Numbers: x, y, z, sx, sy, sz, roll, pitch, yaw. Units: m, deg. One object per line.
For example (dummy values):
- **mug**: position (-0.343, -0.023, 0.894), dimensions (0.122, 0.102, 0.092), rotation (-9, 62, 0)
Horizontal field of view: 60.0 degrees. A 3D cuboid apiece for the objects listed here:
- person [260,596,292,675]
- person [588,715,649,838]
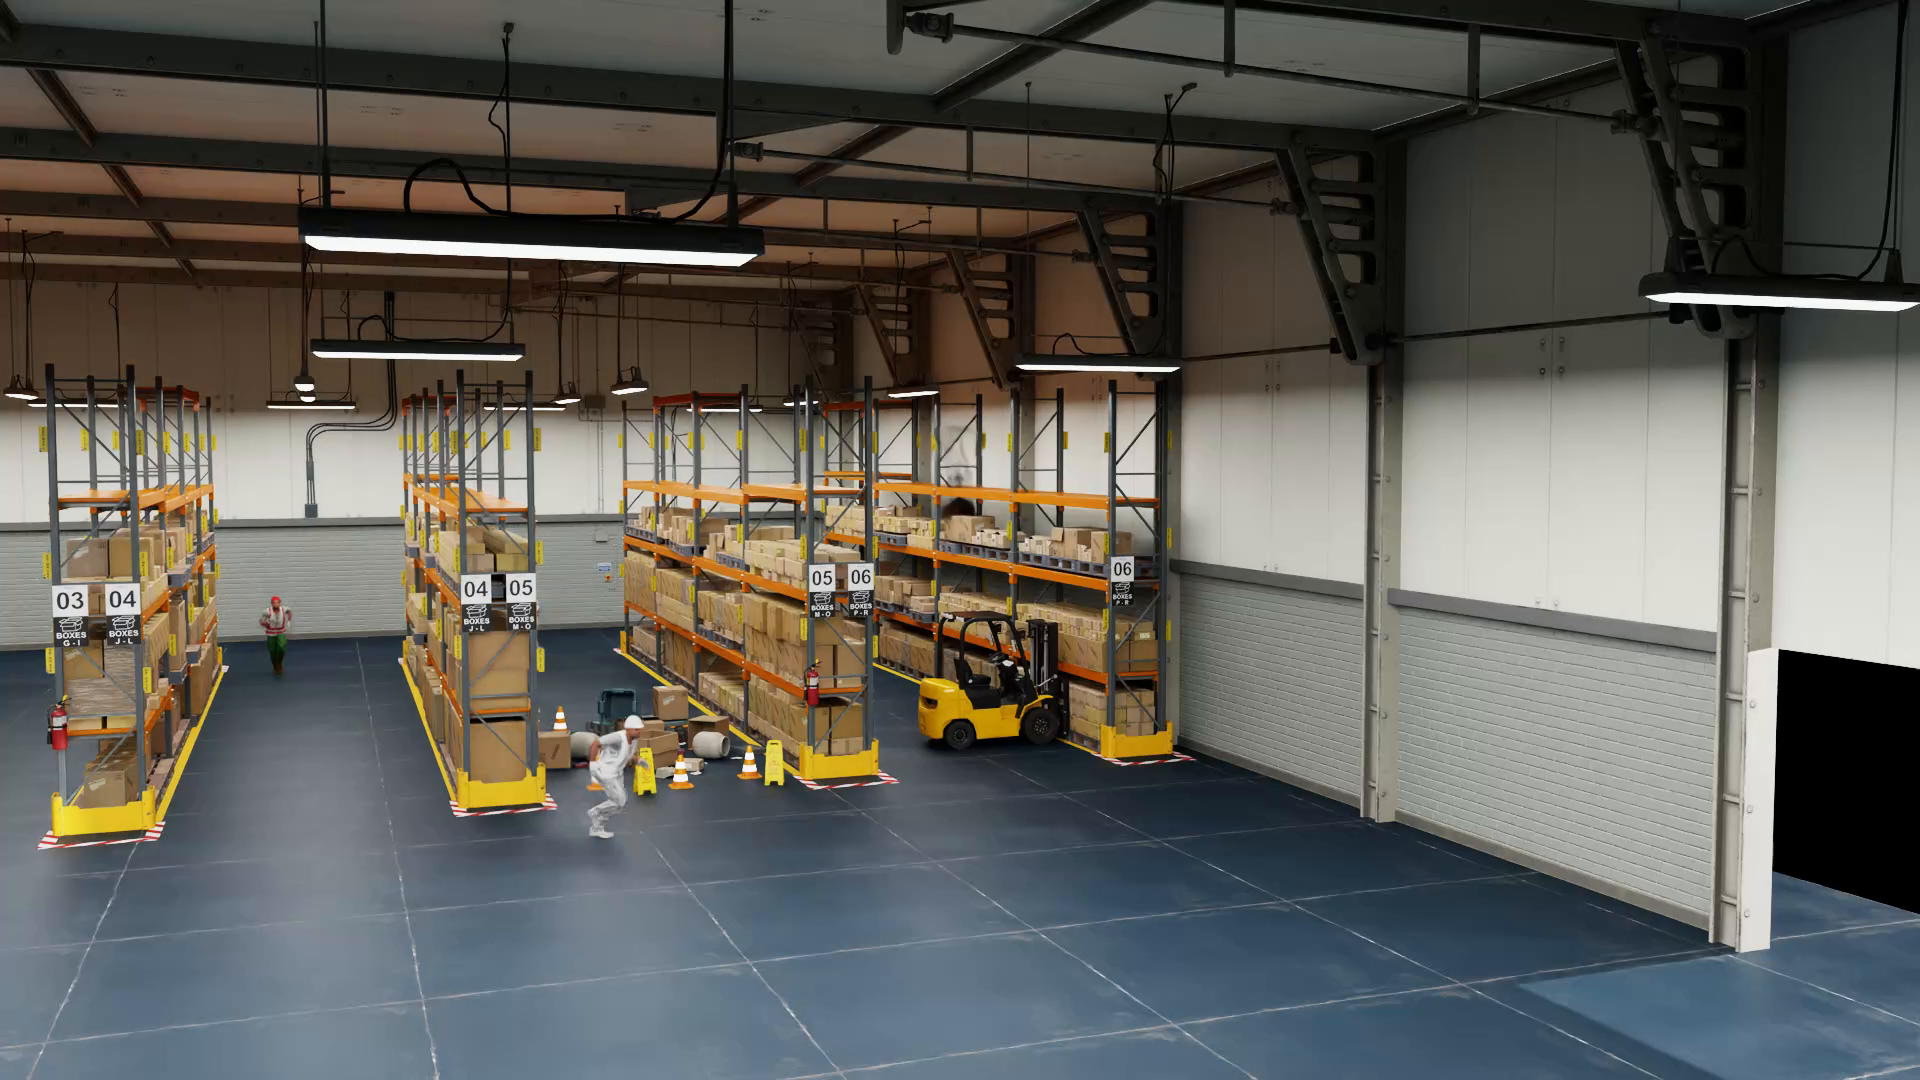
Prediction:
- **person**: position (-14.639, 2.032, 35.608), dimensions (0.636, 1.708, 0.901), rotation (-1, 4, -23)
- **person**: position (-4.327, 2.987, 20.900), dimensions (0.824, 1.591, 0.716), rotation (1, 4, 21)
